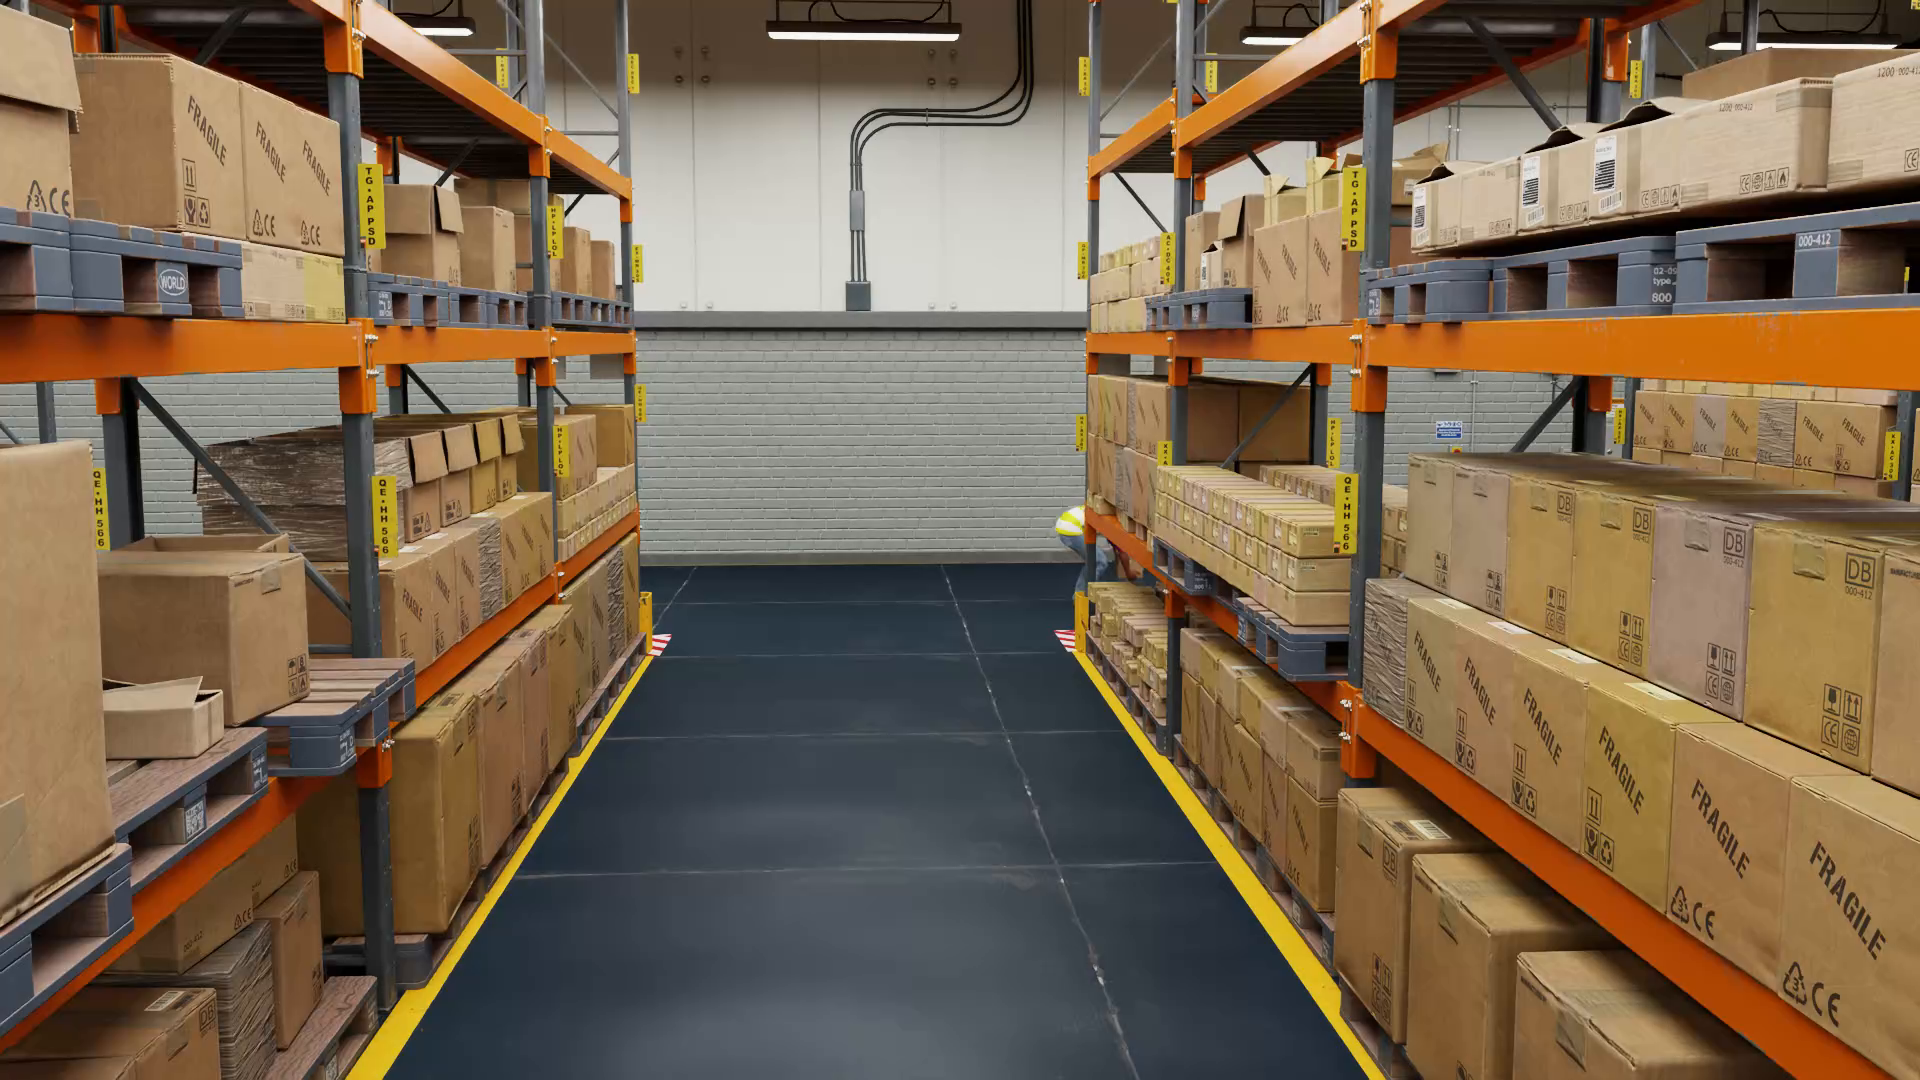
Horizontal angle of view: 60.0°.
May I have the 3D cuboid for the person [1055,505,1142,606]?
[{"bbox_3d":[1.471,0.124,17.226,0.960,1.142,0.504,-1,7,-6],"label":"person"}]
